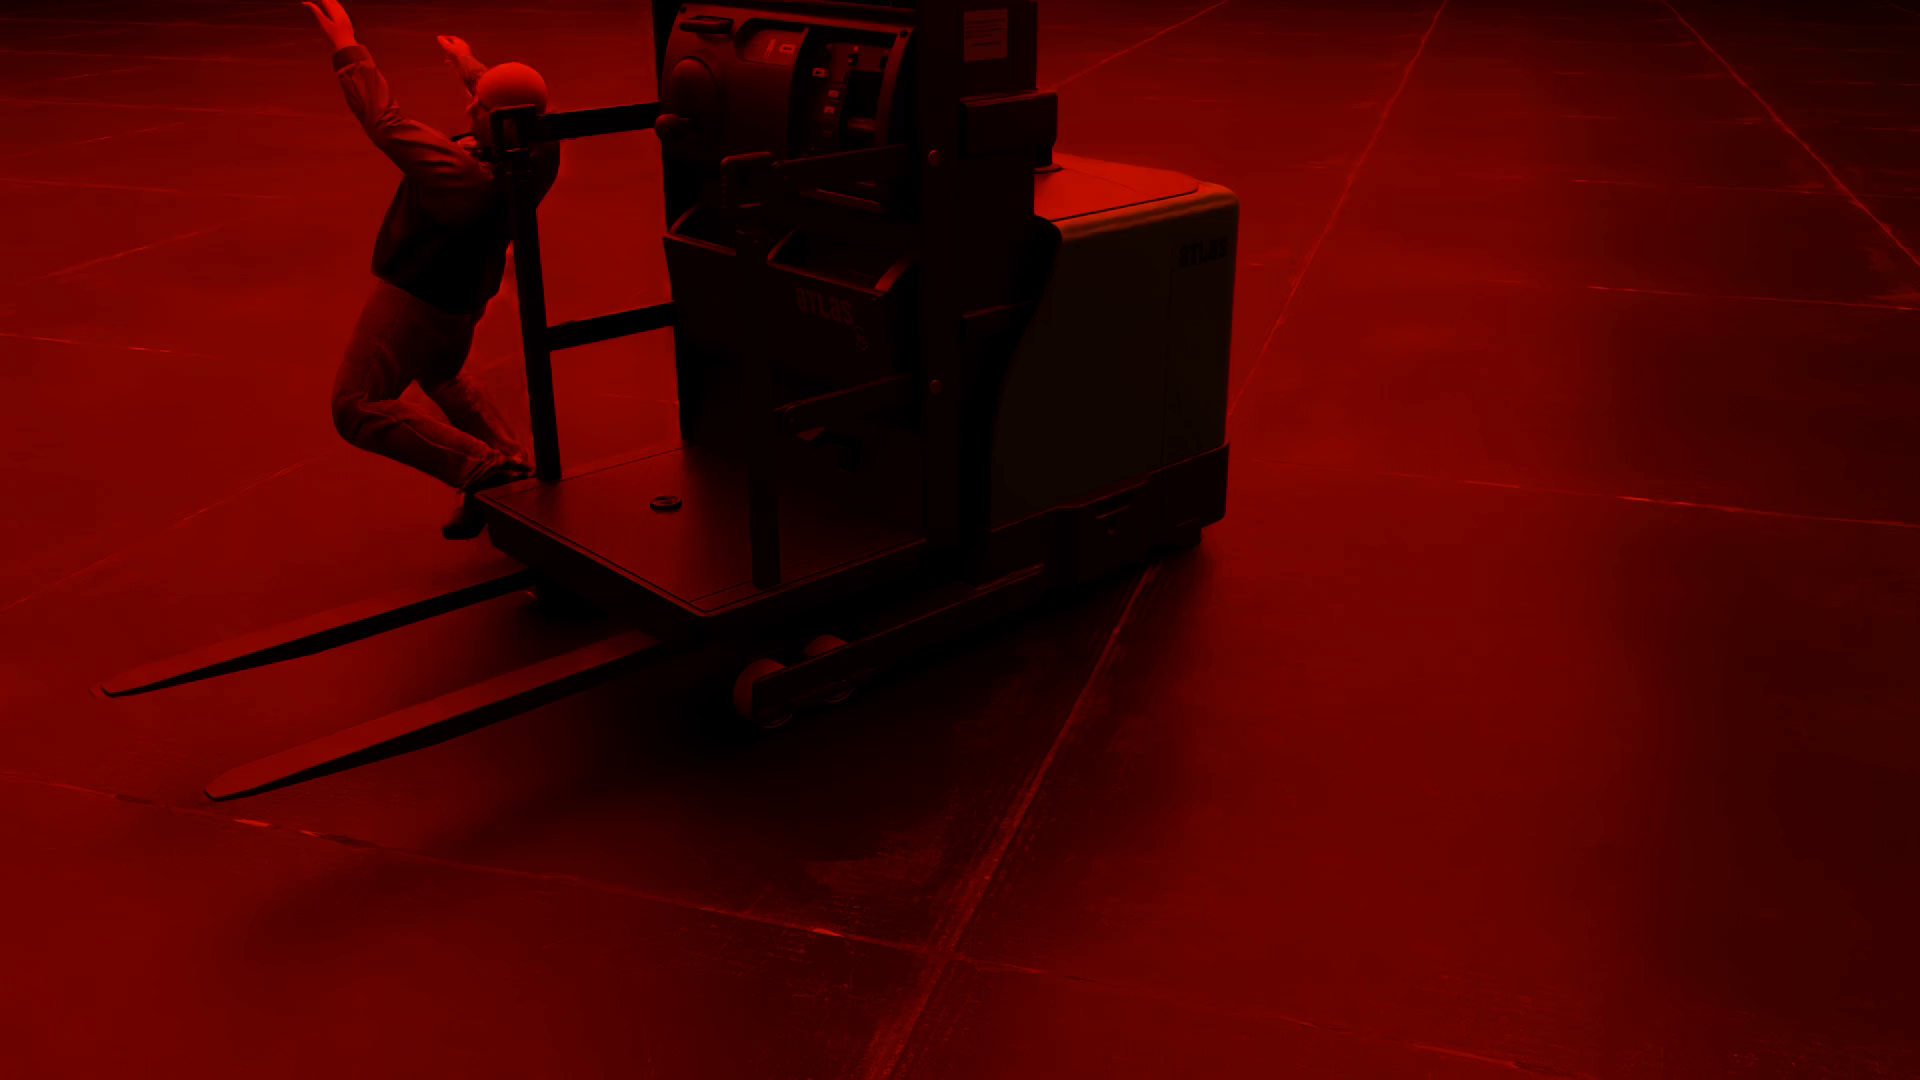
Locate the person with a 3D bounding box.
[{"bbox_3d":[-1.472,-0.881,5.109,0.672,1.590,1.000,2,23,5],"label":"person"}]

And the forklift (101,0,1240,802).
[{"bbox_3d":[-0.601,-1.122,3.998,3.031,2.935,1.130,-20,30,-39],"label":"forklift"}]
